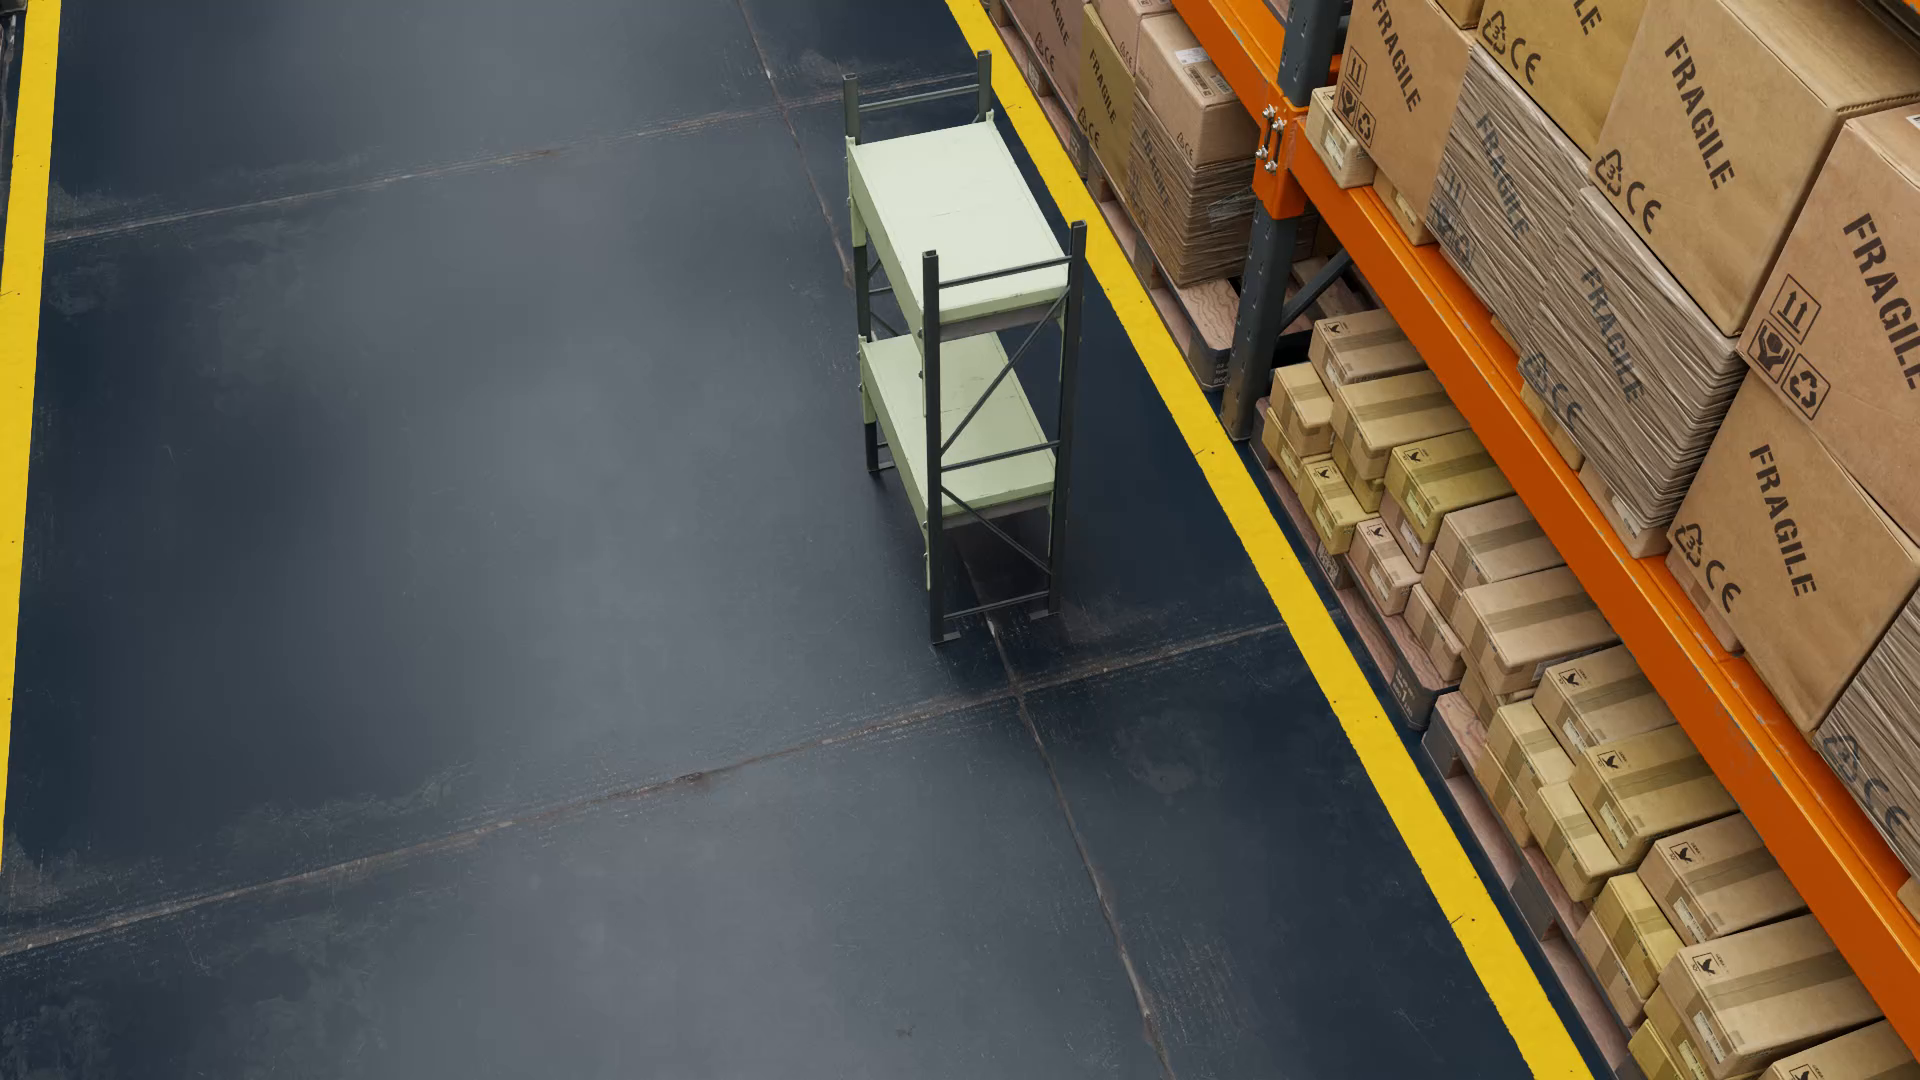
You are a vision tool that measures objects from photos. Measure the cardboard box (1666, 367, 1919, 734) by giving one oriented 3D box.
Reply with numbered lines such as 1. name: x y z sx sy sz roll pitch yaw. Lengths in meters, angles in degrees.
1. cardboard box: 1.726 -0.032 3.055 0.500 0.500 0.500 -11 51 -9

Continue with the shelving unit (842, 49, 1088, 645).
1. shelving unit: -0.002 -0.488 4.681 0.431 1.500 0.755 -13 51 -11

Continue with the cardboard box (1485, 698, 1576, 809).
1. cardboard box: 1.584 0.518 4.247 0.380 0.149 0.250 -14 51 -11

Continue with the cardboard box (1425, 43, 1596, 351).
1. cardboard box: 1.425 -0.793 3.697 0.500 0.500 0.500 -13 51 -11

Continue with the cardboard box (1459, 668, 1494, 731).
1. cardboard box: 1.604 0.405 4.536 0.380 0.149 0.250 -15 52 -13

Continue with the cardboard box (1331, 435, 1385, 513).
1. cardboard box: 1.328 -0.254 4.898 0.380 0.149 0.250 -13 51 -11

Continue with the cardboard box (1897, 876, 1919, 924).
1. cardboard box: 1.908 0.634 2.918 0.380 0.149 0.250 -15 52 -13

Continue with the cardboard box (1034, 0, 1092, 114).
1. cardboard box: 0.607 -2.007 6.341 0.500 0.500 0.500 -14 51 -12

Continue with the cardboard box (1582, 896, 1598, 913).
1. cardboard box: 1.740 0.791 4.211 0.380 0.149 0.250 -12 51 -10

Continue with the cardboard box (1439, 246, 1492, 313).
1. cardboard box: 1.413 -0.727 4.065 0.380 0.149 0.250 -15 52 -13

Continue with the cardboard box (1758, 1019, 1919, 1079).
1. cardboard box: 1.917 1.180 3.494 0.380 0.149 0.250 -15 52 -12

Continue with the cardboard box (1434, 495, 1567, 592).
1. cardboard box: 1.515 0.020 4.472 0.380 0.149 0.250 -15 51 -12

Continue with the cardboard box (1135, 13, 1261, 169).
1. cardboard box: 0.904 -1.502 5.424 0.500 0.250 0.500 -15 51 -12

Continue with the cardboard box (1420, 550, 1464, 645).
1. cardboard box: 1.511 0.113 4.588 0.380 0.149 0.250 -16 52 -13

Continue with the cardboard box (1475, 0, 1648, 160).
1. cardboard box: 1.434 -1.134 3.330 0.500 0.500 0.500 -15 51 -12

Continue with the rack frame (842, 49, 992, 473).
1. rack frame: -0.110 -0.756 4.906 0.400 1.500 0.023 -13 51 -11

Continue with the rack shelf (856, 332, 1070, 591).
1. rack shelf: -0.002 -0.278 4.930 0.431 0.370 0.720 -13 51 -11

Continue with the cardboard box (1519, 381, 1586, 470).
1. cardboard box: 1.500 -0.328 3.729 0.380 0.149 0.250 -12 51 -10

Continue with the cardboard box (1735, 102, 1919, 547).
1. cardboard box: 1.704 -0.384 2.698 0.500 0.500 0.500 -15 51 -12

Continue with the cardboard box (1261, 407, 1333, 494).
1. cardboard box: 1.167 -0.322 5.149 0.380 0.149 0.250 -15 52 -13

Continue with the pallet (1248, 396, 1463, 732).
1. pallet: 1.598 -0.062 5.165 1.003 0.211 1.213 -13 51 -11

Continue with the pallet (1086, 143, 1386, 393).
1. pallet: 1.134 -1.113 6.050 1.003 0.211 1.213 -13 51 -11

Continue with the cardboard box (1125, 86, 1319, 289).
1. cardboard box: 0.906 -1.257 5.708 0.500 0.500 0.500 -14 51 -12

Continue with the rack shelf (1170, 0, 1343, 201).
1. rack shelf: 0.774 -2.673 6.012 1.077 0.370 4.000 -13 51 -11

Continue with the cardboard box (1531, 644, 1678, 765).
1. cardboard box: 1.672 0.405 4.148 0.380 0.149 0.250 -15 52 -12

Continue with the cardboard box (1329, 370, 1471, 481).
1. cardboard box: 1.295 -0.339 4.775 0.380 0.149 0.250 -11 51 -9

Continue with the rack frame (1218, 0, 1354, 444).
1. rack frame: 1.366 -1.444 4.505 1.000 3.000 0.127 -13 51 -11

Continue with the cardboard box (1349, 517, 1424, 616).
1. cardboard box: 1.368 0.043 4.842 0.380 0.149 0.250 -14 51 -11

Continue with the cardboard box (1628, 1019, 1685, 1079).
1. cardboard box: 1.804 1.197 3.869 0.380 0.149 0.250 -15 52 -13

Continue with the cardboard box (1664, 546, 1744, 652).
1. cardboard box: 1.696 0.054 3.407 0.380 0.149 0.250 -12 51 -10

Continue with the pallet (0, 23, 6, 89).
1. pallet: -4.355 -1.681 6.529 1.003 0.211 1.213 -13 51 -11

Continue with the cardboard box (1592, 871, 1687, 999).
1. cardboard box: 1.741 0.899 3.926 0.380 0.149 0.250 -11 51 -9

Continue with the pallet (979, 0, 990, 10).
1. pallet: 0.413 -2.895 7.553 1.003 0.211 1.213 -13 51 -11

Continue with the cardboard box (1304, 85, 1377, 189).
1. cardboard box: 1.137 -1.082 4.364 0.380 0.149 0.250 -12 51 -10

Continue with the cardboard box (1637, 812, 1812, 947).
1. cardboard box: 1.812 0.779 3.833 0.380 0.149 0.250 -15 51 -12
